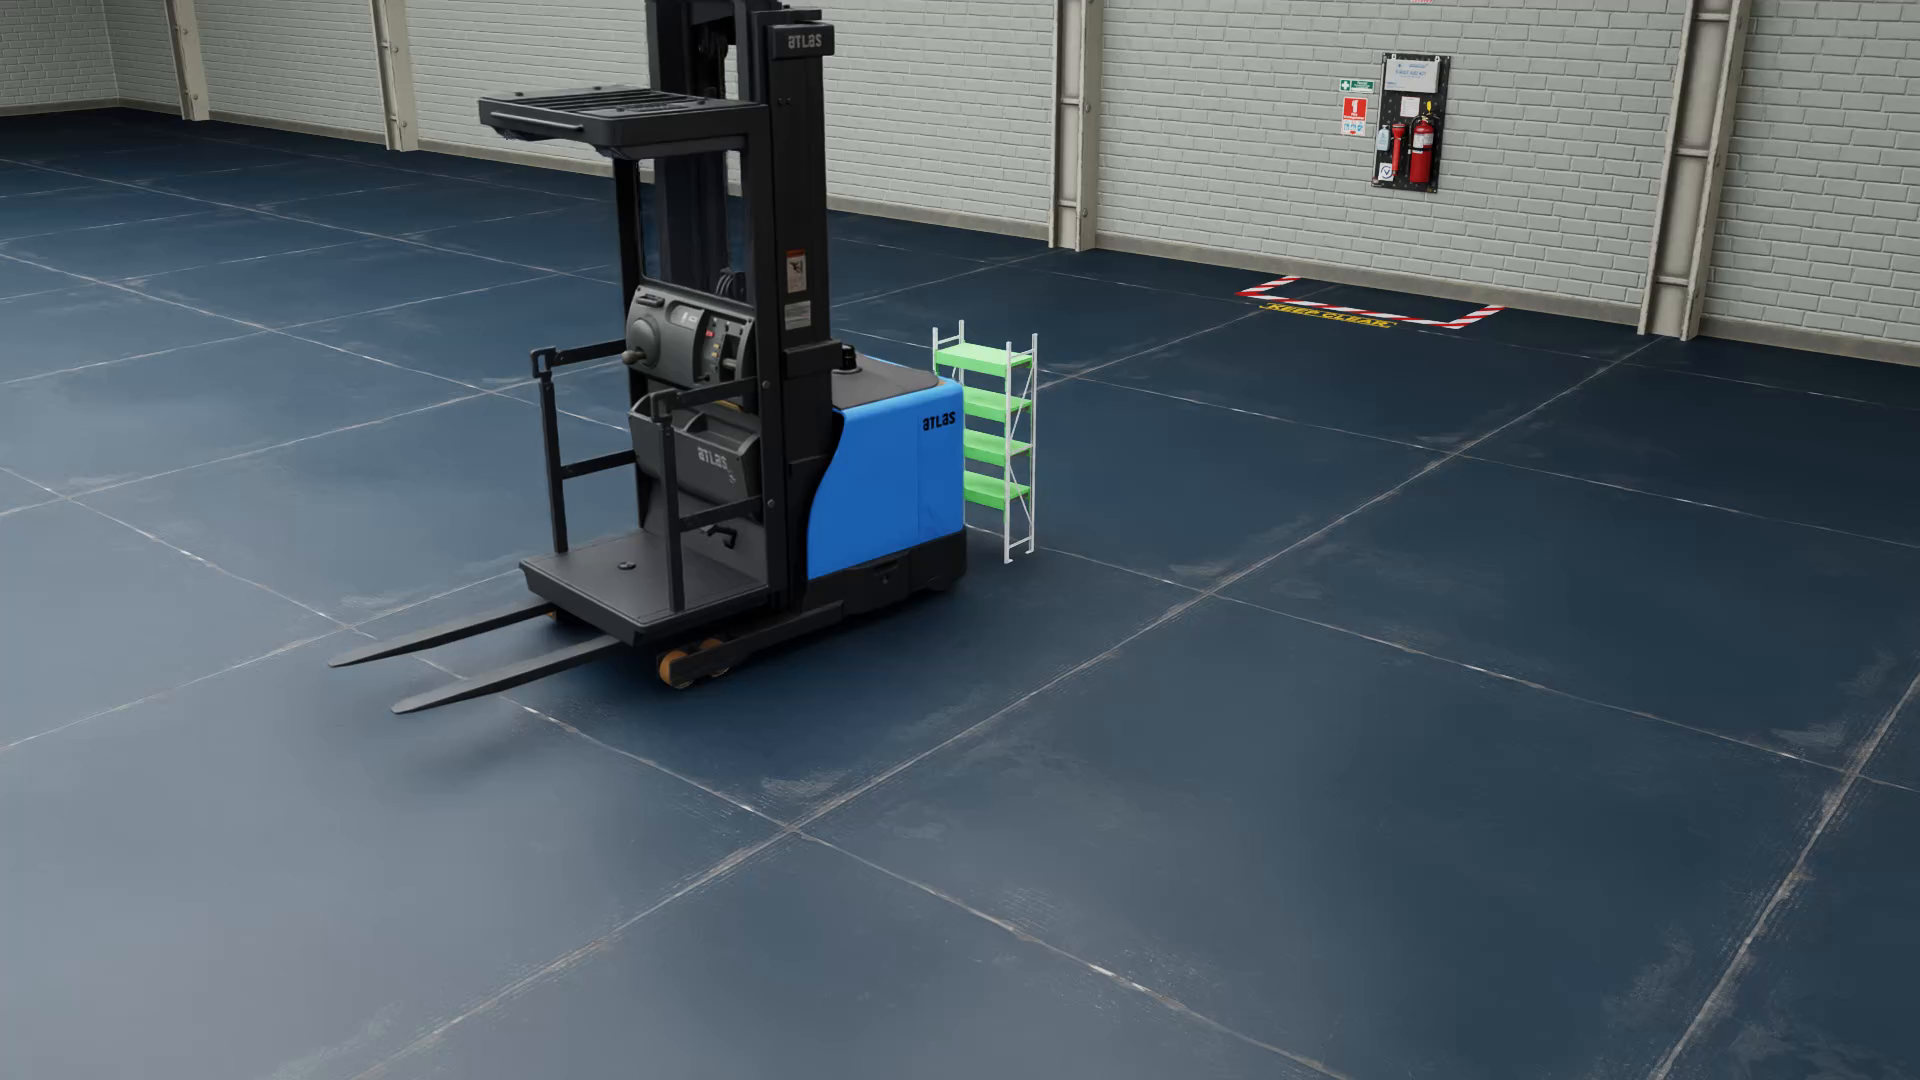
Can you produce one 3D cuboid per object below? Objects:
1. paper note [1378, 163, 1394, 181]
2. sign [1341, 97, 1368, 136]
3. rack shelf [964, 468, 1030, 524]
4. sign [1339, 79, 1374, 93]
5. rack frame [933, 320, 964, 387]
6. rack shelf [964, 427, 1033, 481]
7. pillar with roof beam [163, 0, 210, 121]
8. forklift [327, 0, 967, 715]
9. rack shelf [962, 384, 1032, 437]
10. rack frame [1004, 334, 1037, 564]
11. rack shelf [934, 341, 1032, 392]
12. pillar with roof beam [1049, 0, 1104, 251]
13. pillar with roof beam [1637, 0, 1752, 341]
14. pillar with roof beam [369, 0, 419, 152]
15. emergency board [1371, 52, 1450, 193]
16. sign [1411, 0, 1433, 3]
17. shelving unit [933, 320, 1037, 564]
[{"bbox_3d":[3.829,-3.304,14.927,0.142,0.148,0.016,16,26,36],"label":"paper note"},{"bbox_3d":[3.559,-3.826,15.012,0.234,0.329,0.001,16,26,36],"label":"sign"},{"bbox_3d":[0.128,-0.240,8.966,0.480,0.148,0.258,16,26,36],"label":"rack shelf"},{"bbox_3d":[3.557,-4.071,14.910,0.331,0.109,0.001,16,26,36],"label":"sign"},{"bbox_3d":[-0.061,-0.579,9.003,0.015,1.200,0.240,16,26,36],"label":"rack frame"},{"bbox_3d":[0.128,-0.465,8.881,0.480,0.148,0.258,16,26,36],"label":"rack shelf"},{"bbox_3d":[-15.503,-10.081,23.147,0.400,9.000,9.100,16,26,36],"label":"pillar with roof beam"},{"bbox_3d":[-1.388,-0.915,7.441,3.031,2.935,1.130,-18,27,-40],"label":"forklift"},{"bbox_3d":[0.128,-0.689,8.796,0.480,0.148,0.258,16,26,36],"label":"rack shelf"},{"bbox_3d":[0.317,-0.470,8.714,0.015,1.200,0.240,16,26,36],"label":"rack frame"},{"bbox_3d":[0.128,-0.914,8.712,0.480,0.148,0.258,16,26,36],"label":"rack shelf"},{"bbox_3d":[-1.558,-6.065,12.498,0.400,9.000,9.100,16,26,36],"label":"pillar with roof beam"},{"bbox_3d":[3.090,-4.726,8.948,0.400,9.000,9.100,16,26,36],"label":"pillar with roof beam"},{"bbox_3d":[-10.855,-8.742,19.597,0.400,9.000,9.100,16,26,36],"label":"pillar with roof beam"},{"bbox_3d":[3.922,-3.658,14.617,0.643,1.169,0.194,16,26,36],"label":"emergency board"},{"bbox_3d":[3.979,-4.772,14.285,0.199,0.298,0.001,16,26,36],"label":"sign"},{"bbox_3d":[0.128,-0.524,8.859,0.503,1.200,0.258,16,26,36],"label":"shelving unit"}]
